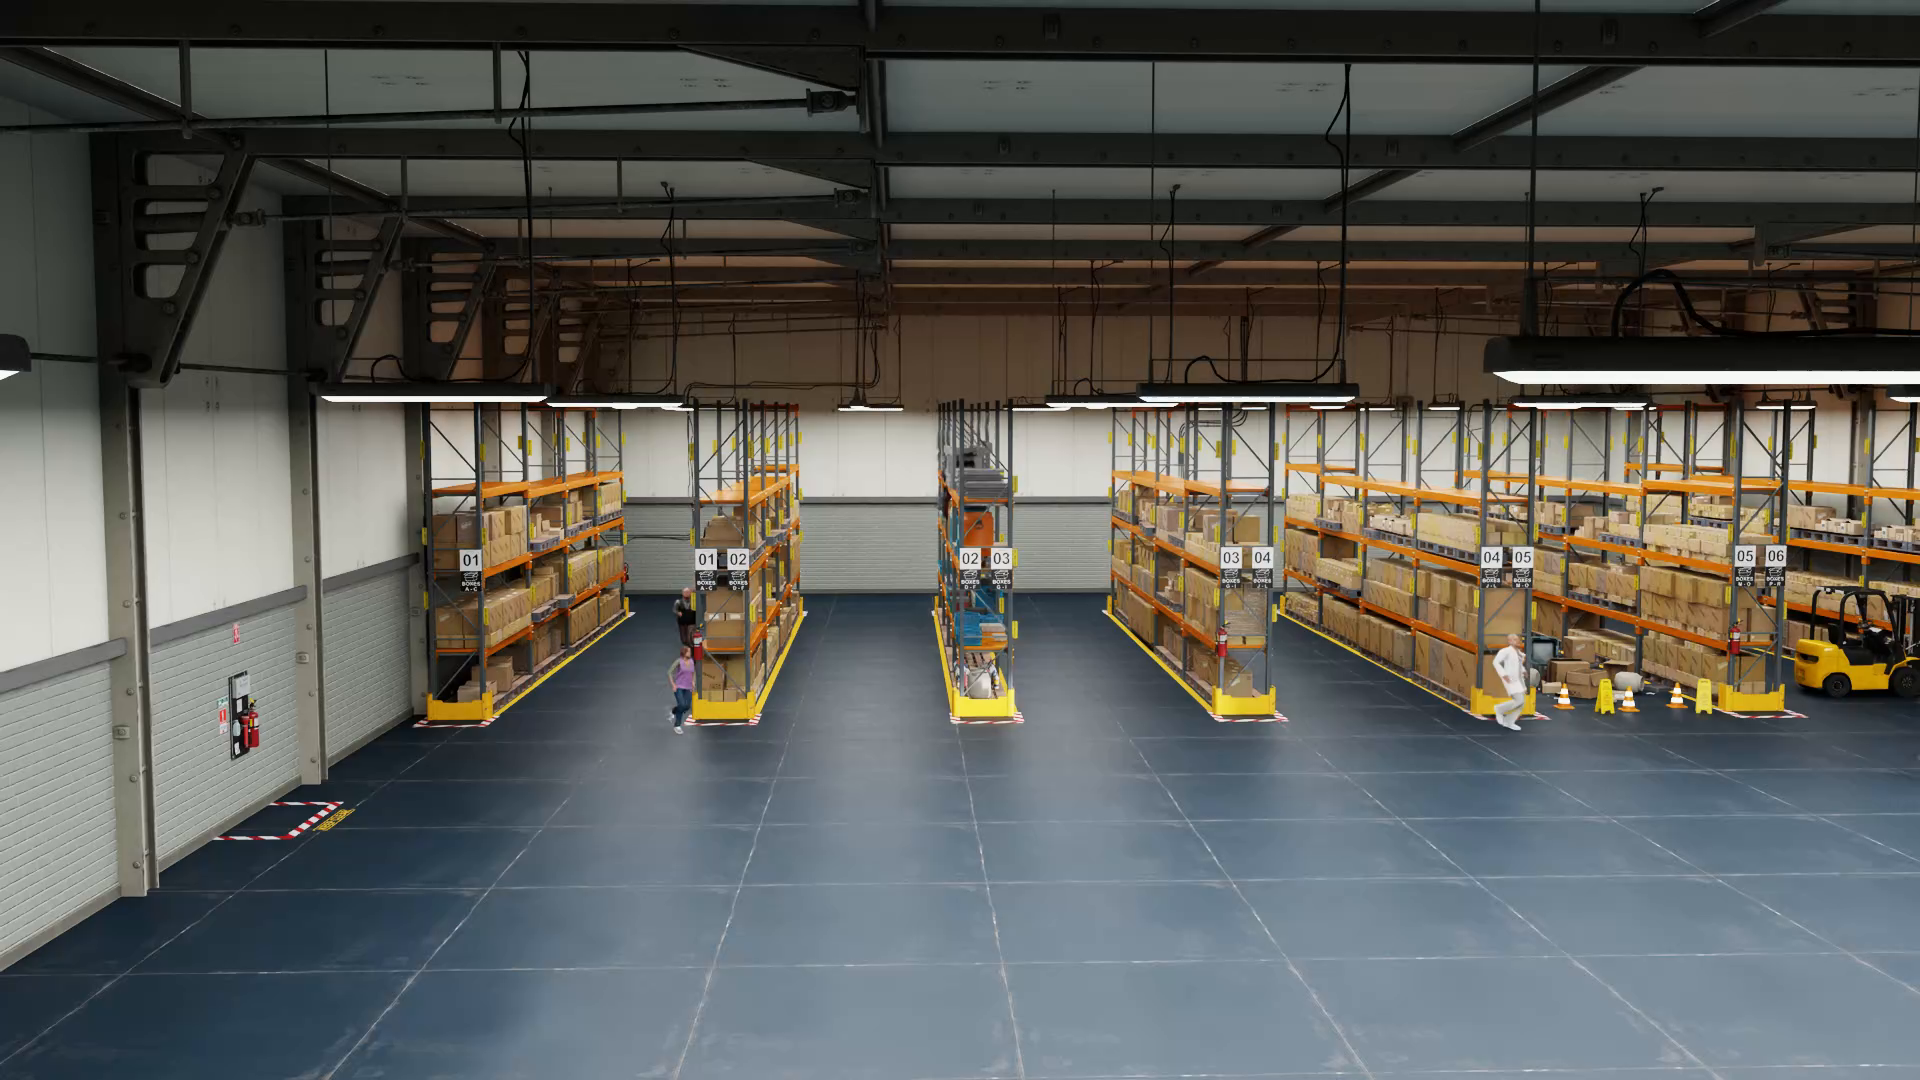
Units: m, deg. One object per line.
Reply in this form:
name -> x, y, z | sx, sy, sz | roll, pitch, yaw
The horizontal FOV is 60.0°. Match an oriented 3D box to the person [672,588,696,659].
person -> -6.267, 1.986, 38.080 | 0.637, 1.779, 0.779 | 0, 4, -2

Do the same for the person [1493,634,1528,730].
person -> 10.040, 2.578, 30.204 | 0.727, 1.724, 0.587 | -4, 6, -44

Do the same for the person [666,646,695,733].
person -> -5.039, 2.683, 30.085 | 0.582, 1.544, 0.573 | -4, 6, -41
